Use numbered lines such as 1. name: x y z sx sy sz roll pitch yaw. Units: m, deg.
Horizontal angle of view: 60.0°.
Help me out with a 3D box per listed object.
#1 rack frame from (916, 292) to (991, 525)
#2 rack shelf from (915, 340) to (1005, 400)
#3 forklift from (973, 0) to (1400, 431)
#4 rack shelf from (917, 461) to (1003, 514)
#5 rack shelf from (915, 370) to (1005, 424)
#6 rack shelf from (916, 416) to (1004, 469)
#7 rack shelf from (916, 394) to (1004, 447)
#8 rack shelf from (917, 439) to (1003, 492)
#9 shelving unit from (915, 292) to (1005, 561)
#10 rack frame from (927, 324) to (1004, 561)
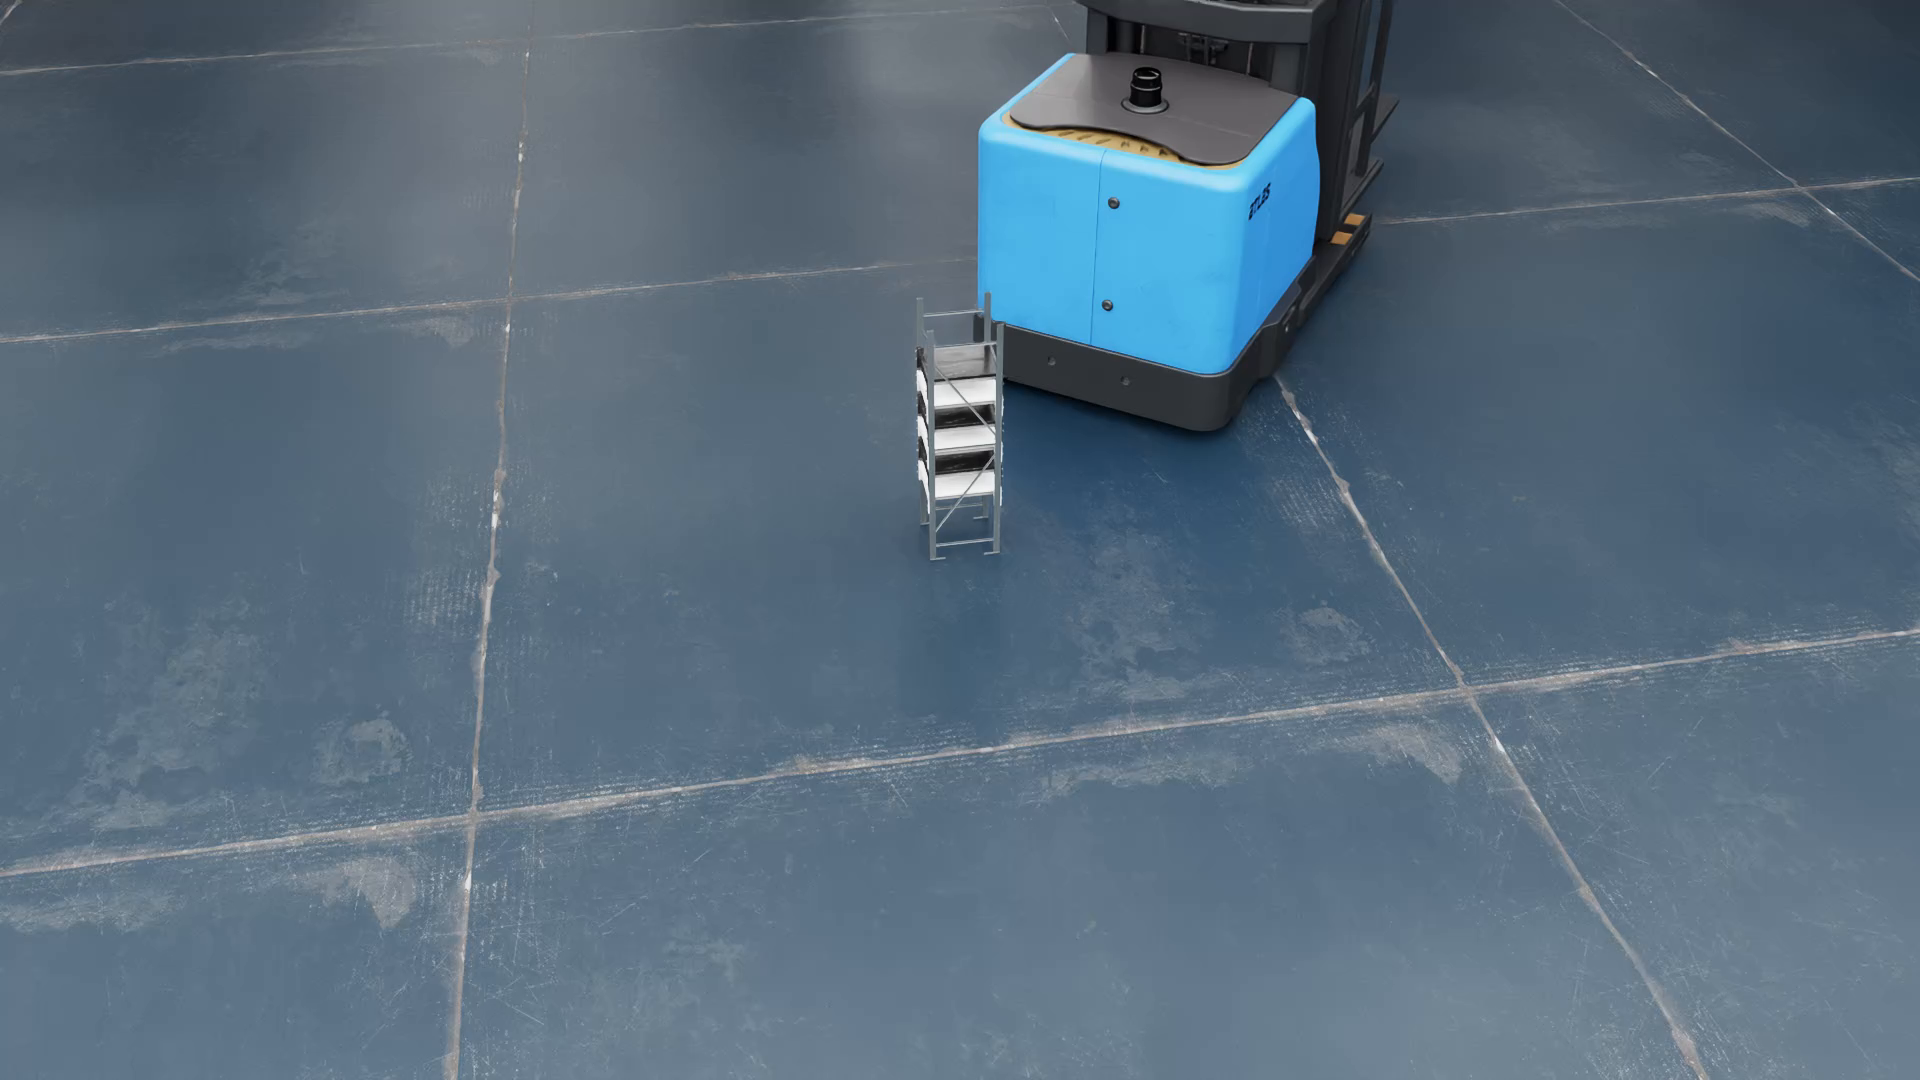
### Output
1. rack frame: -0.019 -0.422 5.559 0.240 0.900 0.006 -6 38 -8
2. rack shelf: -0.001 -0.547 5.335 0.258 0.077 0.200 -6 38 -8
3. forklift: 1.176 -2.451 6.516 1.130 2.935 3.031 18 41 21
4. rack shelf: -0.001 -0.192 5.611 0.258 0.077 0.200 -6 38 -8
5. rack shelf: -0.001 -0.476 5.390 0.258 0.077 0.200 -6 38 -8
6. rack shelf: -0.001 -0.334 5.501 0.258 0.077 0.200 -6 38 -8
7. rack shelf: -0.001 -0.405 5.445 0.258 0.077 0.200 -6 38 -8
8. rack shelf: -0.001 -0.263 5.556 0.258 0.077 0.200 -6 38 -8
9. shelving unit: -0.001 -0.360 5.480 0.258 0.900 0.210 -6 38 -8
10. rack frame: 0.016 -0.299 5.401 0.240 0.900 0.006 -6 38 -8
